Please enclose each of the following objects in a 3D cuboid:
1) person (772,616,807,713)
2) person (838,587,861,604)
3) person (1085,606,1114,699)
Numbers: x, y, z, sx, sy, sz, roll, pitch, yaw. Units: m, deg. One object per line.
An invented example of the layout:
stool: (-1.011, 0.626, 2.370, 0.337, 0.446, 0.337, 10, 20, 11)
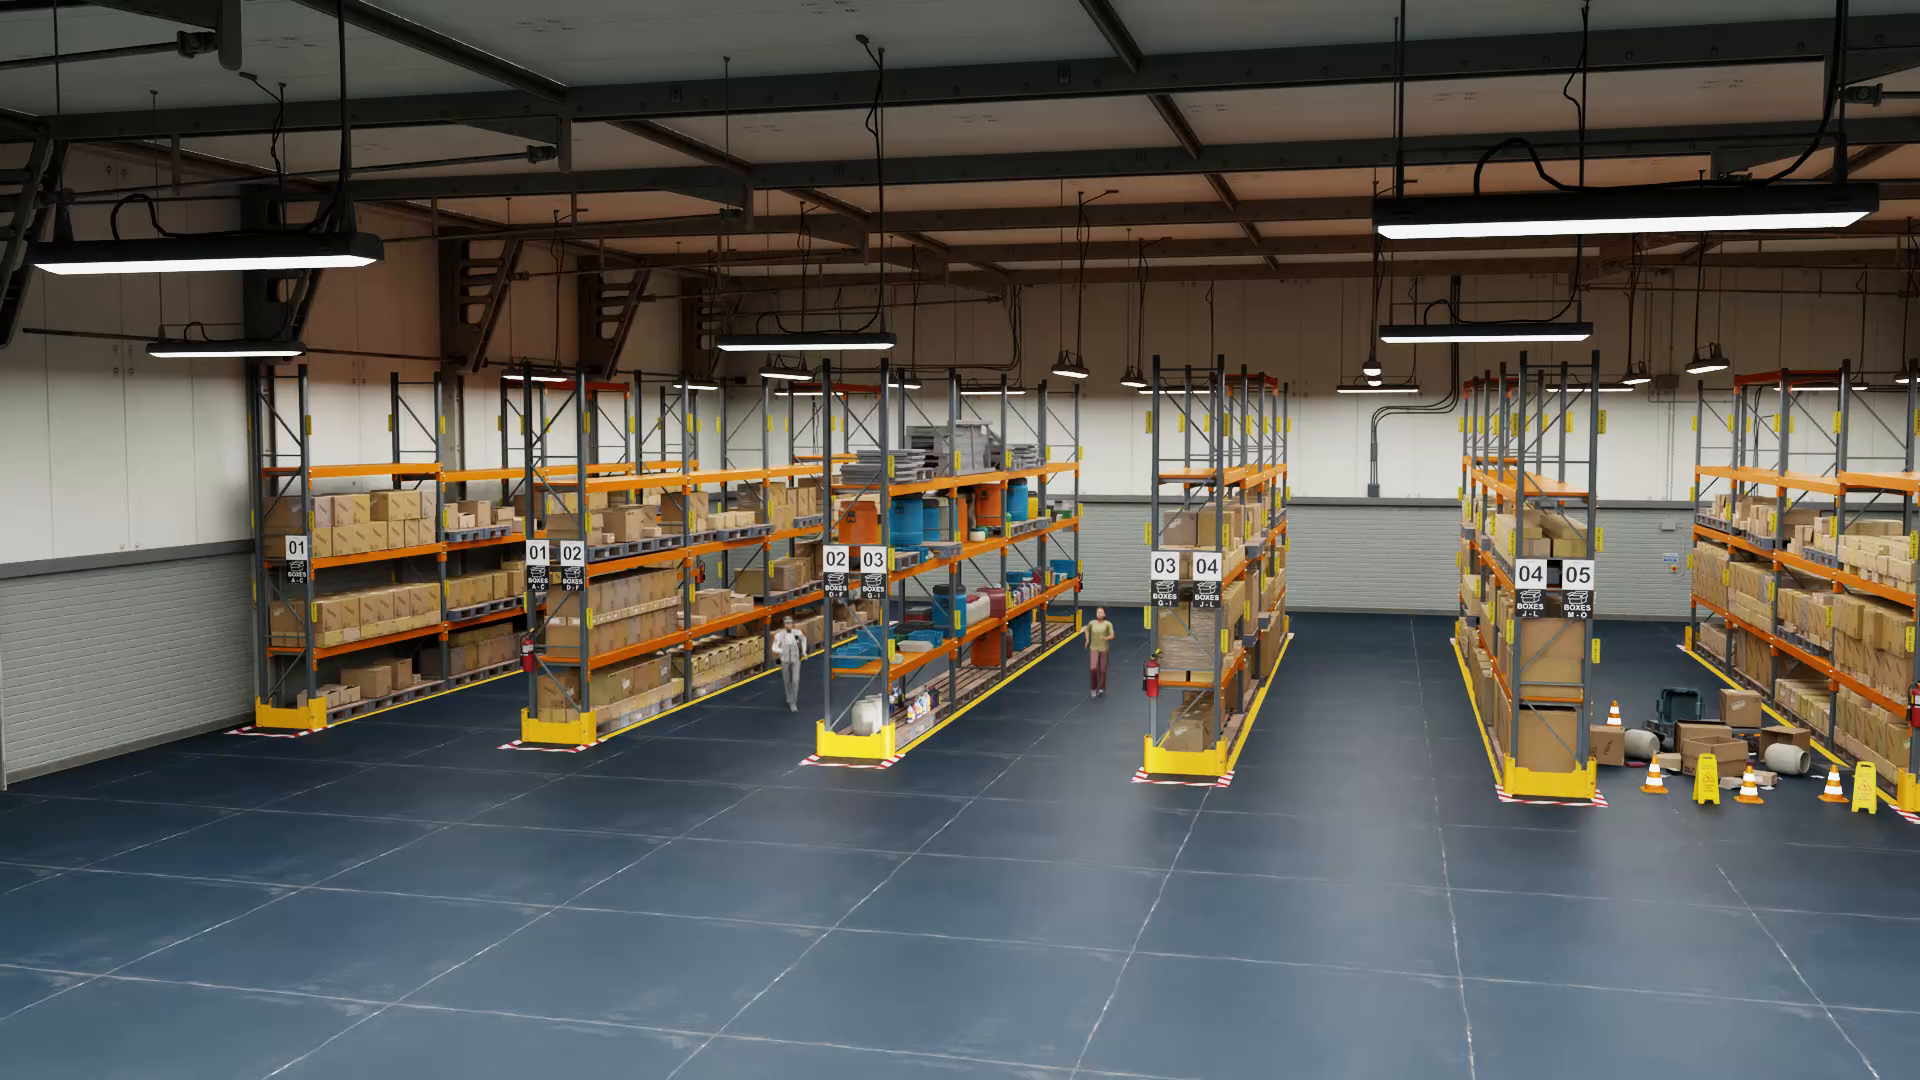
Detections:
person: (-3.004, 2.146, 29.369, 0.610, 1.678, 0.951, 0, 4, -4)
person: (-2.868, 1.153, 44.146, 0.767, 1.672, 0.601, 4, 5, 43)
person: (2.566, 2.060, 30.578, 0.531, 1.688, 0.688, 0, 4, 4)
